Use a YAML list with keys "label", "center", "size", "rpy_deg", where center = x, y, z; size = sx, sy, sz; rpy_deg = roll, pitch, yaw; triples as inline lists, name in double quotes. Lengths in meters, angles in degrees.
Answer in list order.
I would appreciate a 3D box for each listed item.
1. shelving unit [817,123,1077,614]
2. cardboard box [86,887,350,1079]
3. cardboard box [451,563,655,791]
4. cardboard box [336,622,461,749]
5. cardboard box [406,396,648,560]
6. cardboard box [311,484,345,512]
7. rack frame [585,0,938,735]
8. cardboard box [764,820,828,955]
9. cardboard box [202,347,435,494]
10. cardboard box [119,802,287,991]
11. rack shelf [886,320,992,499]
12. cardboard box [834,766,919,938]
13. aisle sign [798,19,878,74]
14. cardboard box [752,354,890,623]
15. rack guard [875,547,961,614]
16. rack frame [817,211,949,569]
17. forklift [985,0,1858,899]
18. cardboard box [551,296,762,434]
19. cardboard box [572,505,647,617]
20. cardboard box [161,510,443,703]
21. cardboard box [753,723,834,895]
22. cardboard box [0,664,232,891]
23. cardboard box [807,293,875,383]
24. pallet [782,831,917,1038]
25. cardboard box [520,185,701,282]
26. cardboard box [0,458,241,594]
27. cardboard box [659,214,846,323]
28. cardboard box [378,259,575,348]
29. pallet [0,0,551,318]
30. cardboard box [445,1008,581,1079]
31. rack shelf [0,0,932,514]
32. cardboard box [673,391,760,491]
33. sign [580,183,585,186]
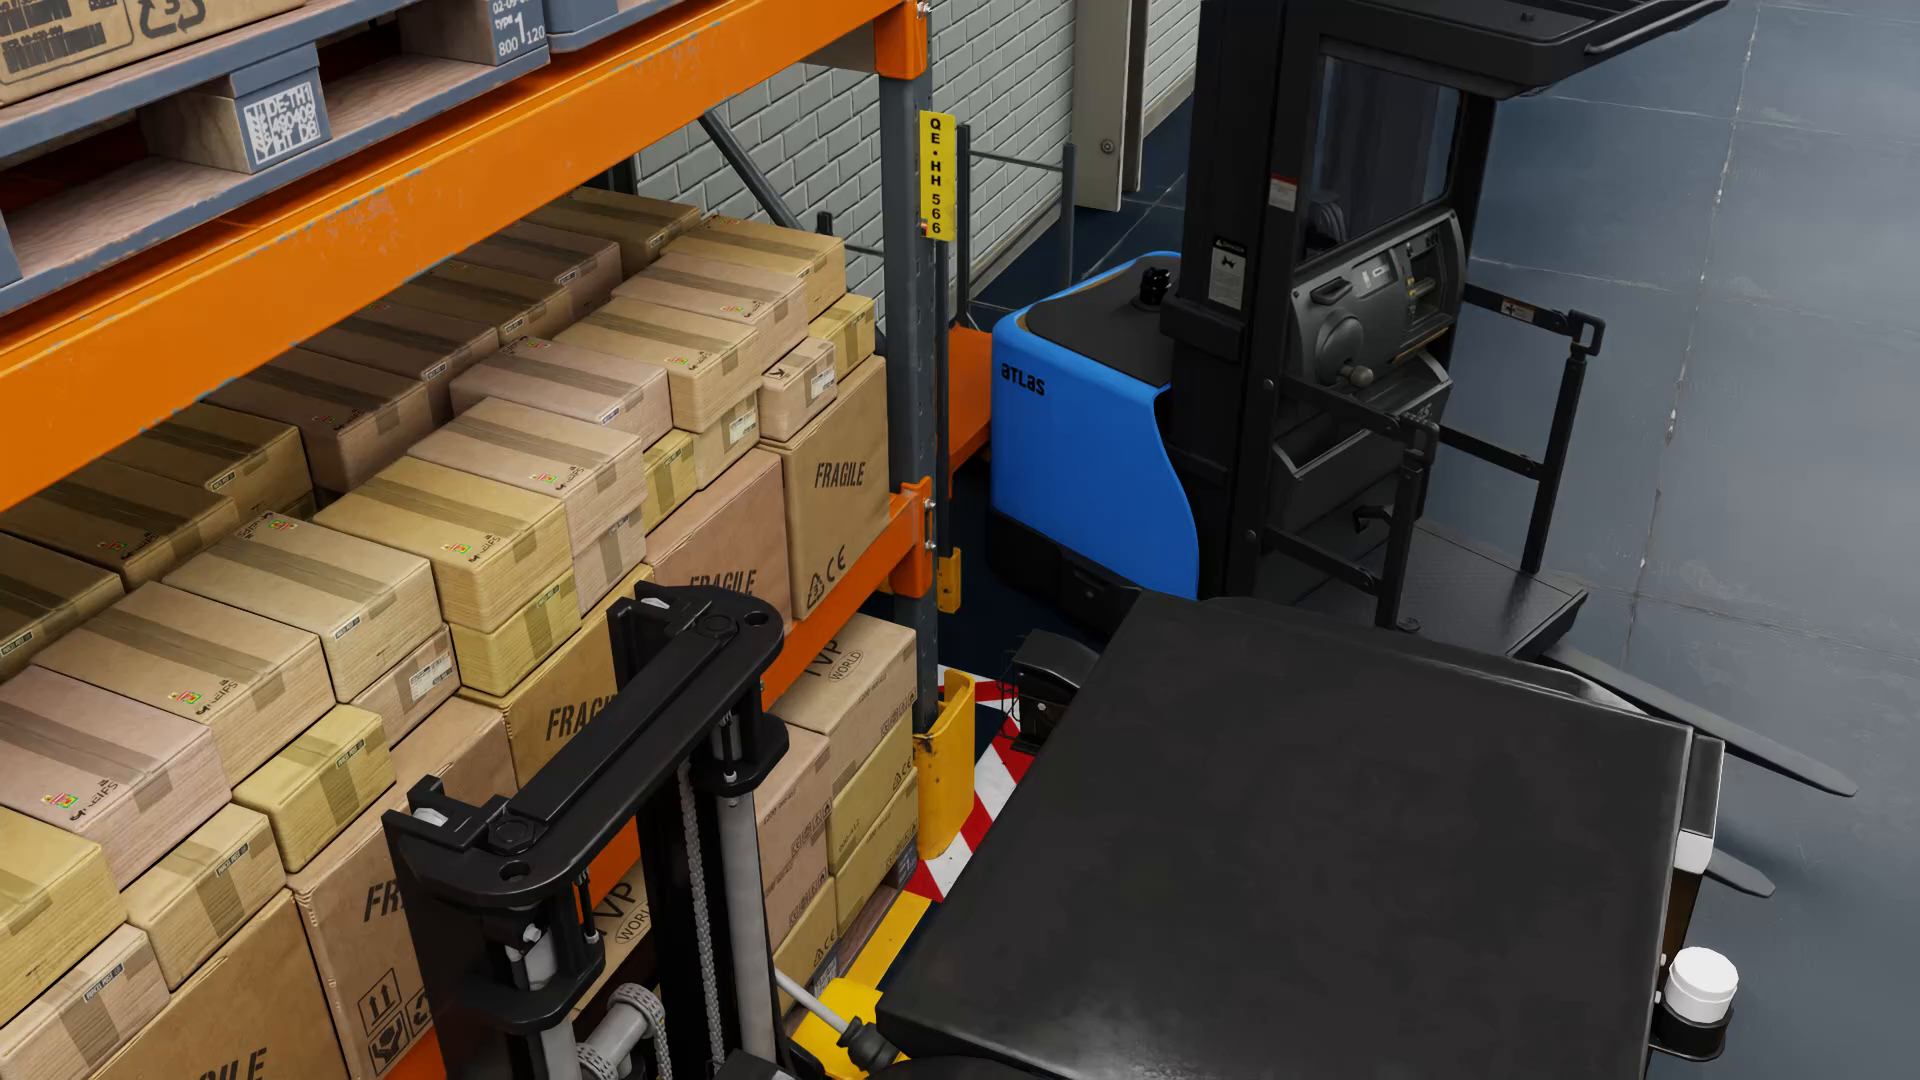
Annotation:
- label: "shelving unit"
  center: [-0.030, -0.680, 6.419]
  size: [0.587, 1.500, 1.083]
  rpy_deg: [16, 37, 23]
- label: "cardboard box"
  center: [-1.382, 0.828, 2.660]
  size: [0.500, 0.500, 0.500]
  rpy_deg: [14, 36, 20]
- label: "cardboard box"
  center: [-0.952, 0.330, 3.420]
  size: [0.500, 0.500, 0.500]
  rpy_deg: [13, 36, 20]
- label: "cardboard box"
  center: [-1.136, 0.227, 2.986]
  size: [0.380, 0.149, 0.250]
  rpy_deg: [14, 36, 20]
- label: "cardboard box"
  center: [-0.843, -0.127, 3.255]
  size: [0.380, 0.149, 0.250]
  rpy_deg: [15, 36, 22]
- label: "cardboard box"
  center: [-1.416, -0.159, 3.575]
  size: [0.380, 0.149, 0.250]
  rpy_deg: [15, 36, 21]
- label: "rack frame"
  center: [-0.545, -0.445, 4.693]
  size: [1.000, 3.000, 0.127]
  rpy_deg: [14, 36, 20]
- label: "cardboard box"
  center: [-0.684, 0.881, 4.339]
  size: [0.500, 0.250, 0.500]
  rpy_deg: [14, 36, 20]
- label: "cardboard box"
  center: [-1.322, -0.250, 3.442]
  size: [0.380, 0.149, 0.250]
  rpy_deg: [15, 36, 22]
- label: "cardboard box"
  center: [-1.285, 0.505, 2.562]
  size: [0.380, 0.149, 0.250]
  rpy_deg: [13, 35, 19]
- label: "rack shelf"
  center: [-0.025, -0.534, 6.524]
  size: [0.538, 0.185, 1.000]
  rpy_deg: [16, 37, 23]
- label: "cardboard box"
  center: [-0.455, 0.836, 4.865]
  size: [0.500, 0.250, 0.500]
  rpy_deg: [14, 36, 21]
- label: "aisle sign"
  center: [-0.251, -1.498, 3.928]
  size: [0.394, 0.787, 0.004]
  rpy_deg: [14, 36, 20]
- label: "cardboard box"
  center: [-0.512, -0.182, 4.200]
  size: [0.500, 0.500, 0.500]
  rpy_deg: [13, 36, 19]
- label: "rack guard"
  center: [-0.266, 0.083, 6.395]
  size: [0.587, 0.250, 0.087]
  rpy_deg: [16, 37, 23]
- label: "rack frame"
  center: [-0.266, -0.439, 6.051]
  size: [0.500, 1.500, 0.032]
  rpy_deg: [16, 37, 23]
- label: "forklift"
  center: [1.493, -0.729, 5.189]
  size: [1.130, 2.935, 3.031]
  rpy_deg: [-29, 43, -36]
- label: "cardboard box"
  center: [-0.663, -0.389, 3.654]
  size: [0.380, 0.149, 0.250]
  rpy_deg: [15, 36, 22]
- label: "cardboard box"
  center: [-0.863, -0.007, 3.343]
  size: [0.380, 0.149, 0.250]
  rpy_deg: [13, 35, 19]
- label: "cardboard box"
  center: [-1.140, 0.109, 2.894]
  size: [0.380, 0.149, 0.250]
  rpy_deg: [15, 36, 21]
- label: "cardboard box"
  center: [-0.663, 0.667, 4.209]
  size: [0.500, 0.250, 0.500]
  rpy_deg: [15, 36, 21]
- label: "cardboard box"
  center: [-1.349, 0.359, 2.513]
  size: [0.380, 0.149, 0.250]
  rpy_deg: [14, 36, 20]
- label: "cardboard box"
  center: [-0.436, -0.521, 4.127]
  size: [0.380, 0.149, 0.250]
  rpy_deg: [15, 36, 21]
- label: "pallet"
  center: [-0.827, 1.111, 4.862]
  size: [1.003, 0.211, 1.213]
  rpy_deg: [14, 36, 20]
- label: "cardboard box"
  center: [-0.880, -0.764, 4.226]
  size: [0.380, 0.149, 0.250]
  rpy_deg: [13, 36, 20]
- label: "cardboard box"
  center: [-1.553, -0.001, 3.061]
  size: [0.380, 0.149, 0.250]
  rpy_deg: [14, 36, 21]
- label: "cardboard box"
  center: [-0.504, -0.656, 4.061]
  size: [0.380, 0.149, 0.250]
  rpy_deg: [14, 36, 21]
- label: "cardboard box"
  center: [-1.117, -0.507, 3.834]
  size: [0.380, 0.149, 0.250]
  rpy_deg: [15, 36, 21]
- label: "pallet"
  center: [-1.374, -0.707, 2.437]
  size: [1.003, 0.211, 1.213]
  rpy_deg: [14, 36, 20]
- label: "cardboard box"
  center: [-1.084, 1.172, 3.440]
  size: [0.500, 0.250, 0.500]
  rpy_deg: [13, 36, 20]
- label: "rack shelf"
  center: [-1.382, -0.403, 2.549]
  size: [1.077, 0.370, 4.000]
  rpy_deg: [14, 36, 20]
- label: "cardboard box"
  center: [-0.680, -0.272, 3.747]
  size: [0.380, 0.149, 0.250]
  rpy_deg: [15, 36, 21]
- label: "sign"
  center: [-1.047, -0.971, 4.633]
  size: [0.100, 0.325, 0.005]
  rpy_deg: [14, 36, 20]
